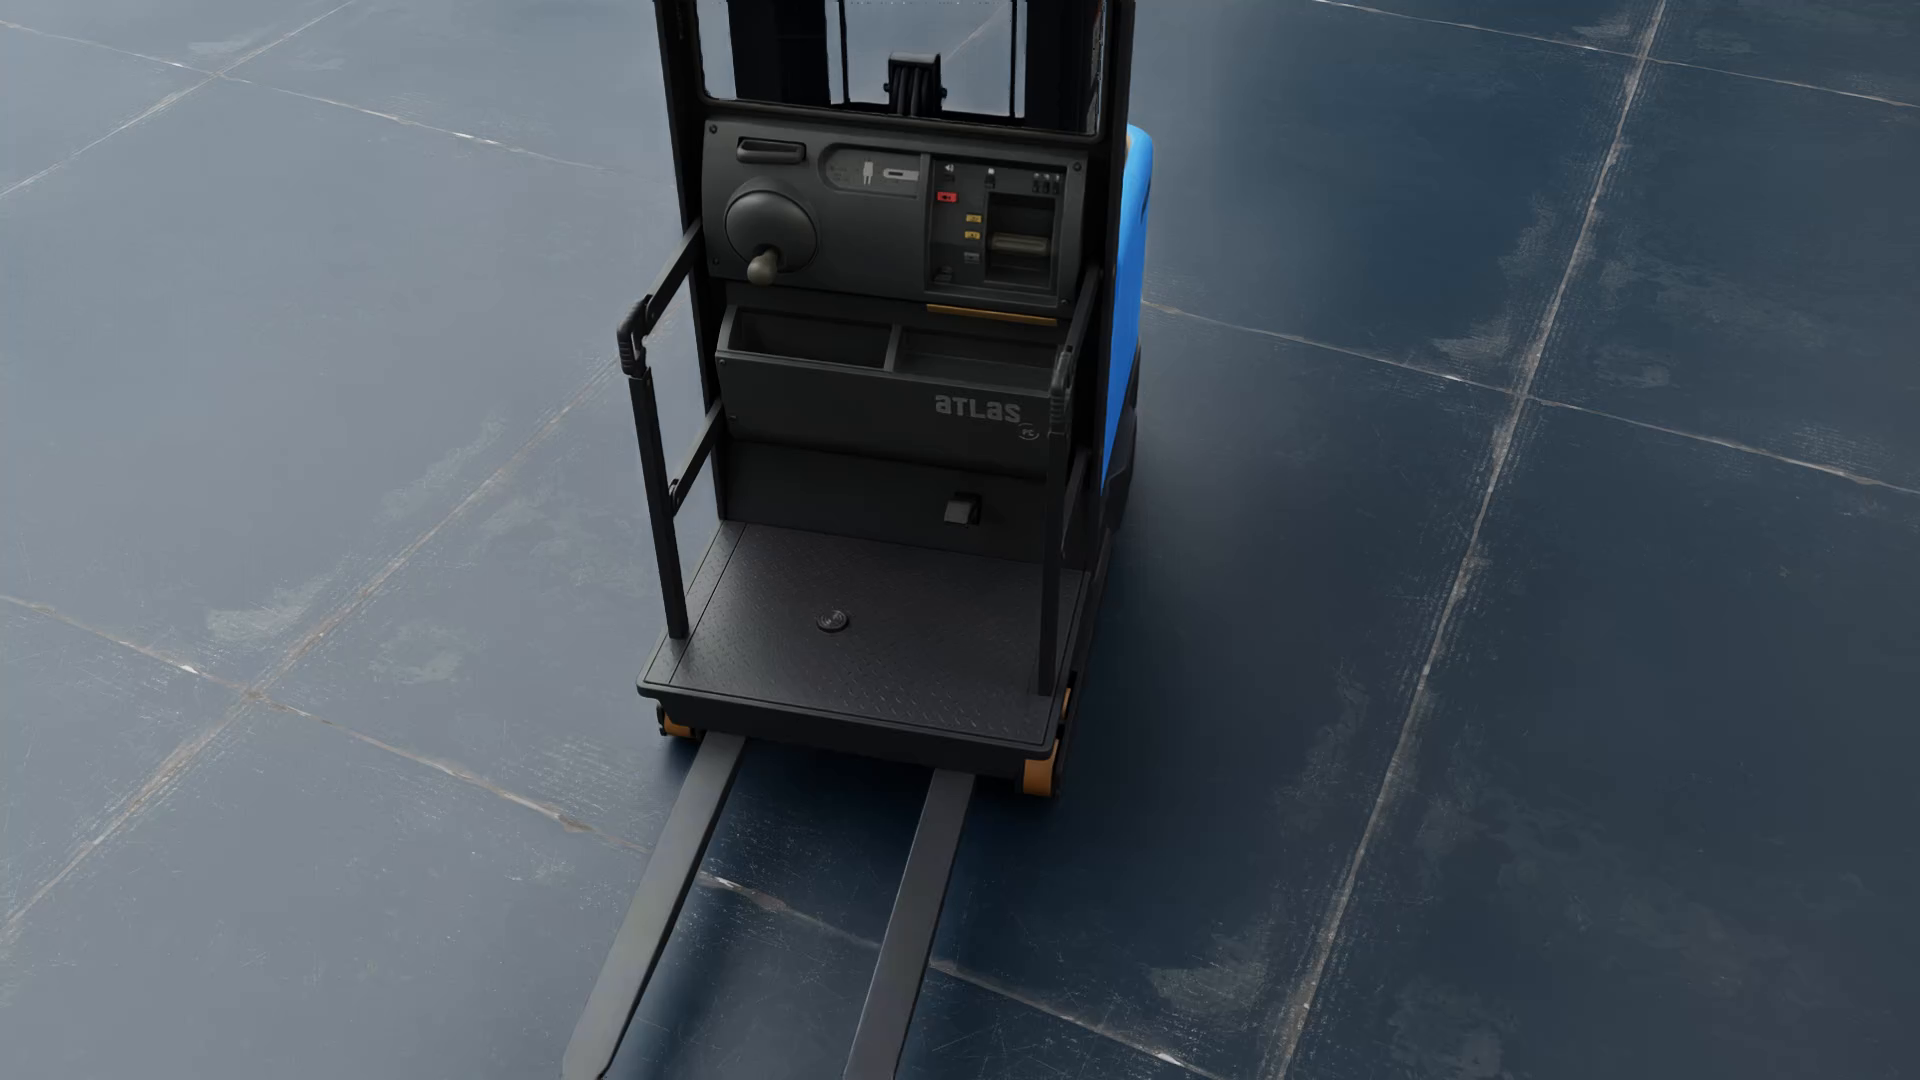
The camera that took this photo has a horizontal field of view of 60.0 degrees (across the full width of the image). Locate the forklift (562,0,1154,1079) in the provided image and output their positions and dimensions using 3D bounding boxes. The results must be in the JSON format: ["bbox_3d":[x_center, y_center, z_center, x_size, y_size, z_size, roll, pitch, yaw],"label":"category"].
[{"bbox_3d":[-0.208,-0.693,3.811,1.130,2.935,3.031,8,42,9],"label":"forklift"}]
